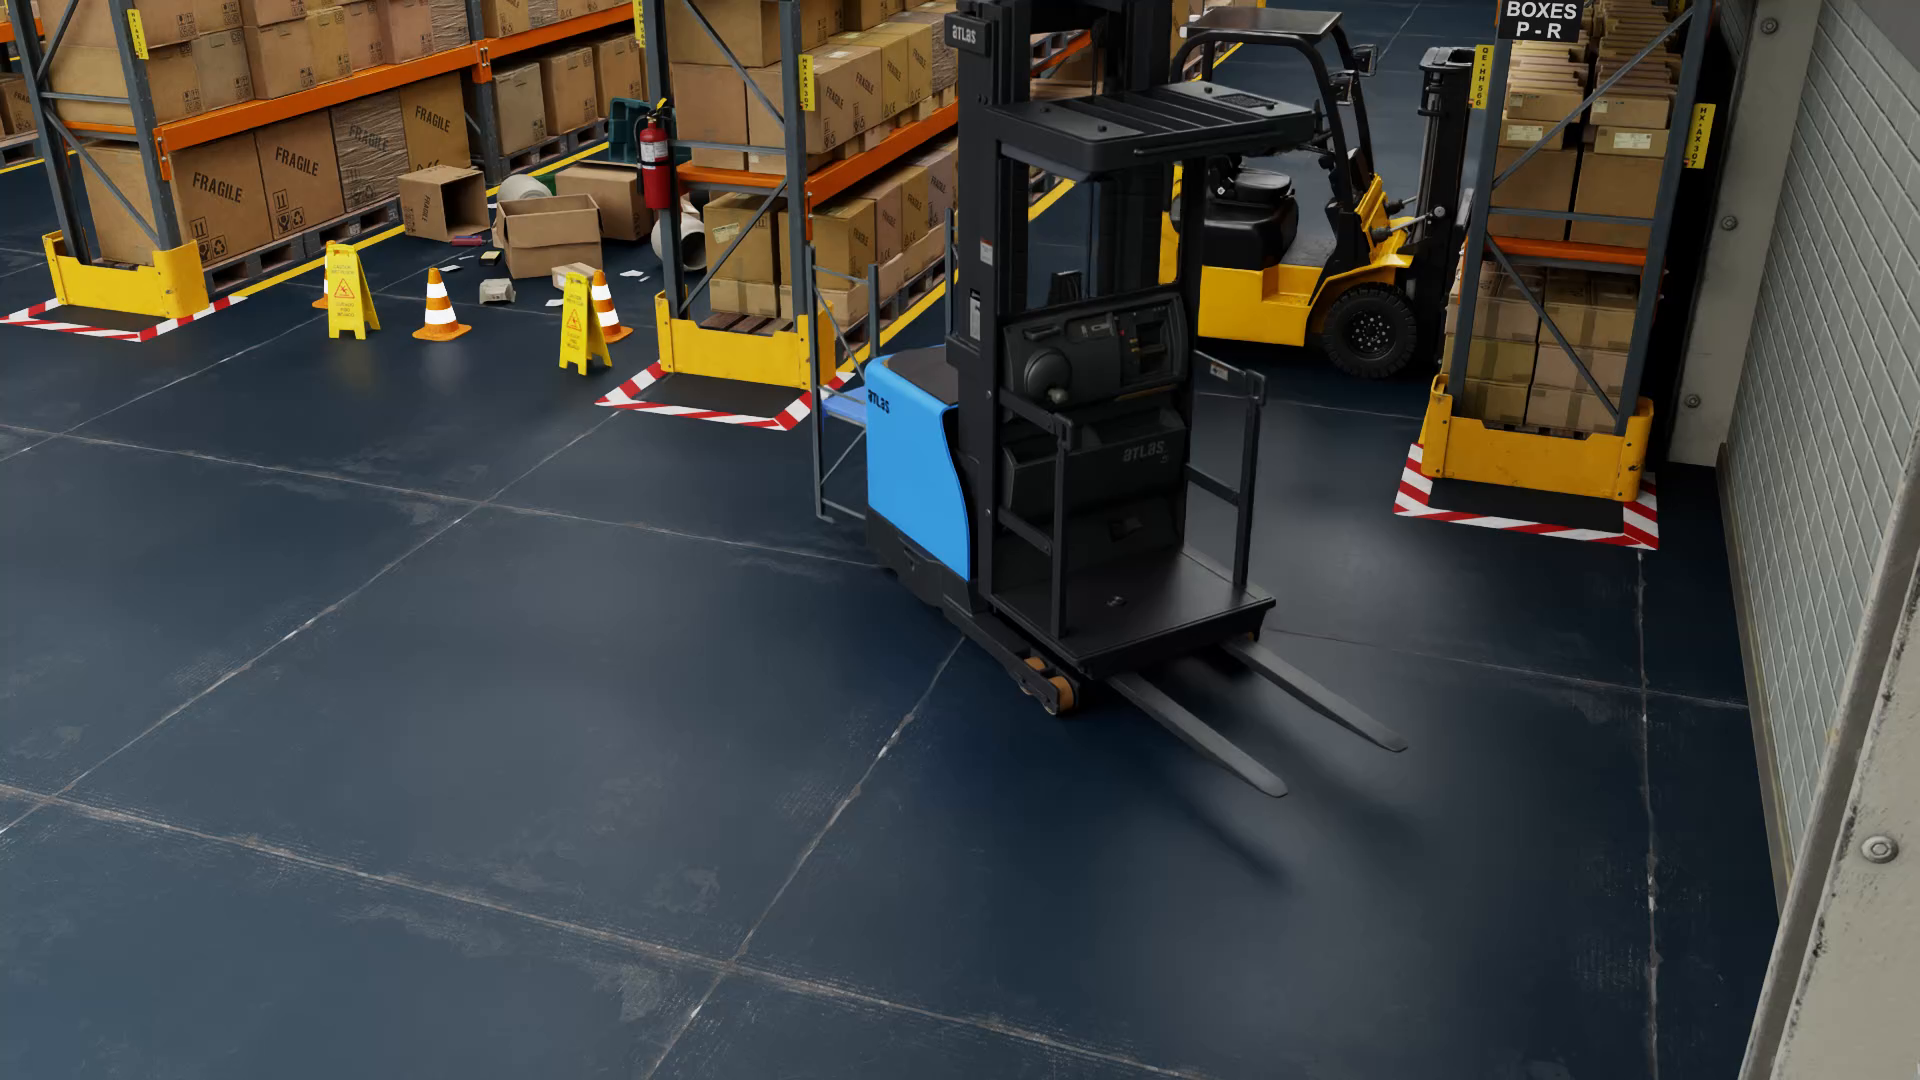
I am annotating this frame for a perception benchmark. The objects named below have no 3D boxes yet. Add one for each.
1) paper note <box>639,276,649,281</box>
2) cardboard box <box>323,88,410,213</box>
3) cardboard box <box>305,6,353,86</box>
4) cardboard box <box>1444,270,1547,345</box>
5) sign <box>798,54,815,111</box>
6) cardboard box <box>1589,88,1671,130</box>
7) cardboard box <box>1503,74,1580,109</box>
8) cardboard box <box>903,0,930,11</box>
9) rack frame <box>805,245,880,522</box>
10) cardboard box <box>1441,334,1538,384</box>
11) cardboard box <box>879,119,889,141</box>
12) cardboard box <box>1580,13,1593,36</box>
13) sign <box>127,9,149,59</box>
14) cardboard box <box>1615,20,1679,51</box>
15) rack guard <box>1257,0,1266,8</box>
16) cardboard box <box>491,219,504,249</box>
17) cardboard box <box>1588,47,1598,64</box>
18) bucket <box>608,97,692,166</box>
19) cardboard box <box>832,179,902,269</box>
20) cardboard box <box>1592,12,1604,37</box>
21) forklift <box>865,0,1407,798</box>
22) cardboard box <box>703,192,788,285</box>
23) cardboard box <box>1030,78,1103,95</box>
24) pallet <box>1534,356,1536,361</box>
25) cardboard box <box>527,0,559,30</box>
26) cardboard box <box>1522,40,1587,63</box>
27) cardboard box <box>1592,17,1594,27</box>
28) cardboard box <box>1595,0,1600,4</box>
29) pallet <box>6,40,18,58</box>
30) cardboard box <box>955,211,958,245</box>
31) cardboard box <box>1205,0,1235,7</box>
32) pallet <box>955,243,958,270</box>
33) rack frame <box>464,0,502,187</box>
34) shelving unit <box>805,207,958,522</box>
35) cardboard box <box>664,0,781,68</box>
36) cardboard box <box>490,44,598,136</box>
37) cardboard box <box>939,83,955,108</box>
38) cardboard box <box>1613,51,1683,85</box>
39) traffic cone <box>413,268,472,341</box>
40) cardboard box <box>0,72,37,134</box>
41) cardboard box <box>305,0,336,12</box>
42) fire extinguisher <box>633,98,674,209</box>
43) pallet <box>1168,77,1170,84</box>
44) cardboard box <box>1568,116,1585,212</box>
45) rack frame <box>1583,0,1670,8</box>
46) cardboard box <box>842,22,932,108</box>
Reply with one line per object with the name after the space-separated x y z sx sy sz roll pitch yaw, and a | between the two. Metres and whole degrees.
-2.454 -2.032 12.936 0.032 0.001 0.123 9 27 17 | paper note
-5.378 -3.369 14.223 0.875 0.875 0.875 9 27 18 | cardboard box
-5.452 -4.003 13.404 0.875 0.550 0.500 9 27 17 | cardboard box
3.105 -1.353 9.629 0.500 0.250 0.500 10 27 19 | cardboard box
-0.924 -2.747 9.987 0.100 0.325 0.005 9 27 17 | sign
3.560 -2.295 8.848 0.380 0.149 0.250 8 27 16 | cardboard box
3.220 -2.472 9.213 0.380 0.149 0.250 9 27 18 | cardboard box
-0.646 -4.352 12.693 0.700 0.500 0.500 9 27 18 | cardboard box
-0.587 -0.733 8.543 0.500 1.500 0.032 22 34 38 | rack frame
3.113 -1.139 9.760 0.500 0.250 0.500 8 27 17 | cardboard box
-0.710 -2.844 11.470 0.380 0.149 0.250 9 27 19 | cardboard box
4.113 -3.517 11.372 0.380 0.149 0.250 8 27 16 | cardboard box
-5.616 -3.454 11.358 0.100 0.325 0.005 9 27 17 | sign
4.534 -3.337 11.000 0.380 0.149 0.250 8 27 16 | cardboard box
3.897 -7.896 24.483 1.175 0.500 0.348 9 27 17 | rack guard
-3.641 -2.552 13.715 0.396 0.266 0.258 14 29 26 | cardboard box
4.683 -3.182 11.766 0.500 0.500 0.500 9 27 17 | cardboard box
-2.677 -3.576 14.706 0.726 0.611 0.620 20 22 35 | bucket
-0.729 -2.241 11.750 0.500 0.500 0.500 8 27 16 | cardboard box
4.897 -3.811 12.321 0.380 0.149 0.250 8 27 16 | cardboard box
0.705 -0.793 7.025 1.130 2.935 3.031 -15 29 -27 | forklift
-1.415 -2.092 11.441 0.500 0.500 0.500 9 27 18 | cardboard box
1.029 -4.499 17.133 0.950 0.372 0.625 7 27 14 | cardboard box
3.869 -1.282 11.156 1.003 0.211 1.213 9 27 17 | pallet
-4.210 -5.185 15.903 0.500 0.500 0.500 9 27 18 | cardboard box
3.672 -2.997 10.298 0.380 0.149 0.250 9 27 18 | cardboard box
5.165 -3.895 12.951 0.500 0.250 0.500 8 27 17 | cardboard box
5.498 -4.545 13.836 0.380 0.149 0.250 10 27 19 | cardboard box
-13.084 -6.311 21.542 1.003 0.211 1.213 9 27 17 | pallet
-0.216 -2.529 13.204 0.500 0.250 0.500 8 27 16 | cardboard box
3.165 -7.013 22.251 0.875 0.438 0.875 8 27 16 | cardboard box
-0.295 -2.543 13.760 1.003 0.211 1.213 9 27 17 | pallet
-4.806 -4.756 15.130 1.000 3.000 0.127 9 27 17 | rack frame
-0.239 -0.894 8.876 0.538 1.500 1.048 22 34 38 | shelving unit
-1.472 -3.306 10.533 0.700 0.500 0.500 8 27 16 | cardboard box
-4.360 -4.596 16.900 1.050 0.750 0.750 9 27 17 | cardboard box
-0.259 -3.372 12.561 0.380 0.149 0.250 8 27 17 | cardboard box
4.094 -2.813 9.918 0.380 0.149 0.250 8 27 16 | cardboard box
-3.669 -1.679 11.686 0.336 0.463 0.334 9 27 17 | traffic cone
-9.621 -4.422 16.827 0.500 0.500 0.500 8 27 16 | cardboard box
-5.513 -4.499 13.188 0.875 0.550 0.500 9 27 17 | cardboard box
-1.908 -2.421 10.396 0.296 0.674 0.183 9 27 17 | fire extinguisher
1.968 -5.281 19.415 1.003 0.211 1.213 9 27 17 | pallet
3.825 -2.143 9.619 0.500 0.500 0.500 10 27 19 | cardboard box
4.577 -3.361 12.250 1.000 3.000 0.127 9 27 17 | rack frame
-0.517 -3.402 11.878 0.500 0.500 0.500 8 27 16 | cardboard box
